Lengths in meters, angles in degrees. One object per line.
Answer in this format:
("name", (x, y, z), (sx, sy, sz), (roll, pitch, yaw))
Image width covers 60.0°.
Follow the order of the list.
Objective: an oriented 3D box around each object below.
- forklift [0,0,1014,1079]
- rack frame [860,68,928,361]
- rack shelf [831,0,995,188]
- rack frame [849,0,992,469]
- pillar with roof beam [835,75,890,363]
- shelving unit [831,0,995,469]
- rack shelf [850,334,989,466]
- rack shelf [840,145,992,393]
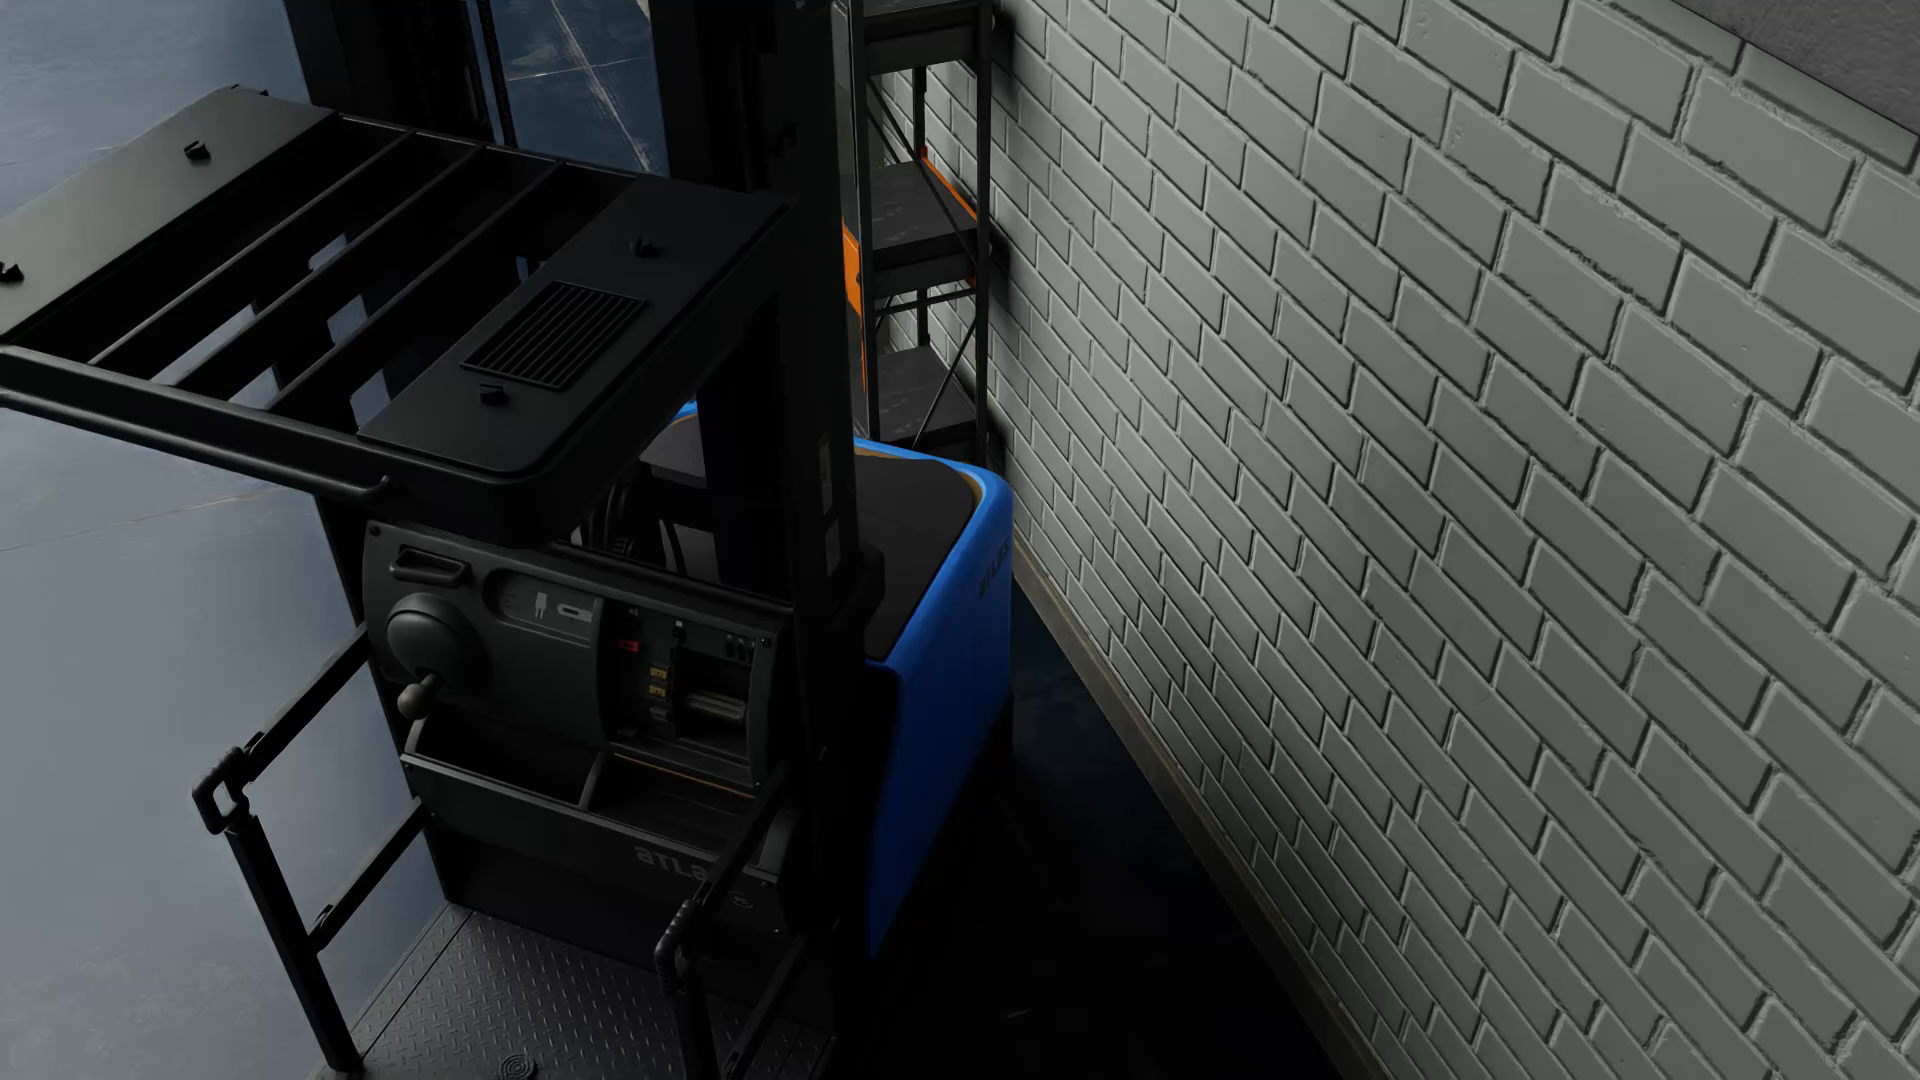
("forklift", (-0.857, 0.311, 3.141), (1.130, 2.935, 3.031), (14, 43, 16))
("rack frame", (-0.295, -0.997, 5.299), (0.400, 2.100, 0.015), (-16, 43, -18))
("rack shelf", (-0.197, -1.372, 4.682), (0.431, 0.518, 0.480), (-16, 43, -18))
("rack frame", (-0.100, -0.705, 4.960), (0.400, 2.100, 0.015), (-16, 43, -18))
("pillar with roof beam", (-4.456, -3.056, 2.402), (9.100, 9.000, 0.400), (-15, 43, -17))
("shelving unit", (-0.197, -0.851, 5.129), (0.431, 2.100, 0.503), (-16, 43, -18))
("rack shelf", (-0.197, -0.310, 5.595), (0.431, 0.518, 0.480), (-16, 43, -18))
("rack shelf", (-0.197, -0.841, 5.138), (0.431, 0.518, 0.480), (-16, 43, -18))
